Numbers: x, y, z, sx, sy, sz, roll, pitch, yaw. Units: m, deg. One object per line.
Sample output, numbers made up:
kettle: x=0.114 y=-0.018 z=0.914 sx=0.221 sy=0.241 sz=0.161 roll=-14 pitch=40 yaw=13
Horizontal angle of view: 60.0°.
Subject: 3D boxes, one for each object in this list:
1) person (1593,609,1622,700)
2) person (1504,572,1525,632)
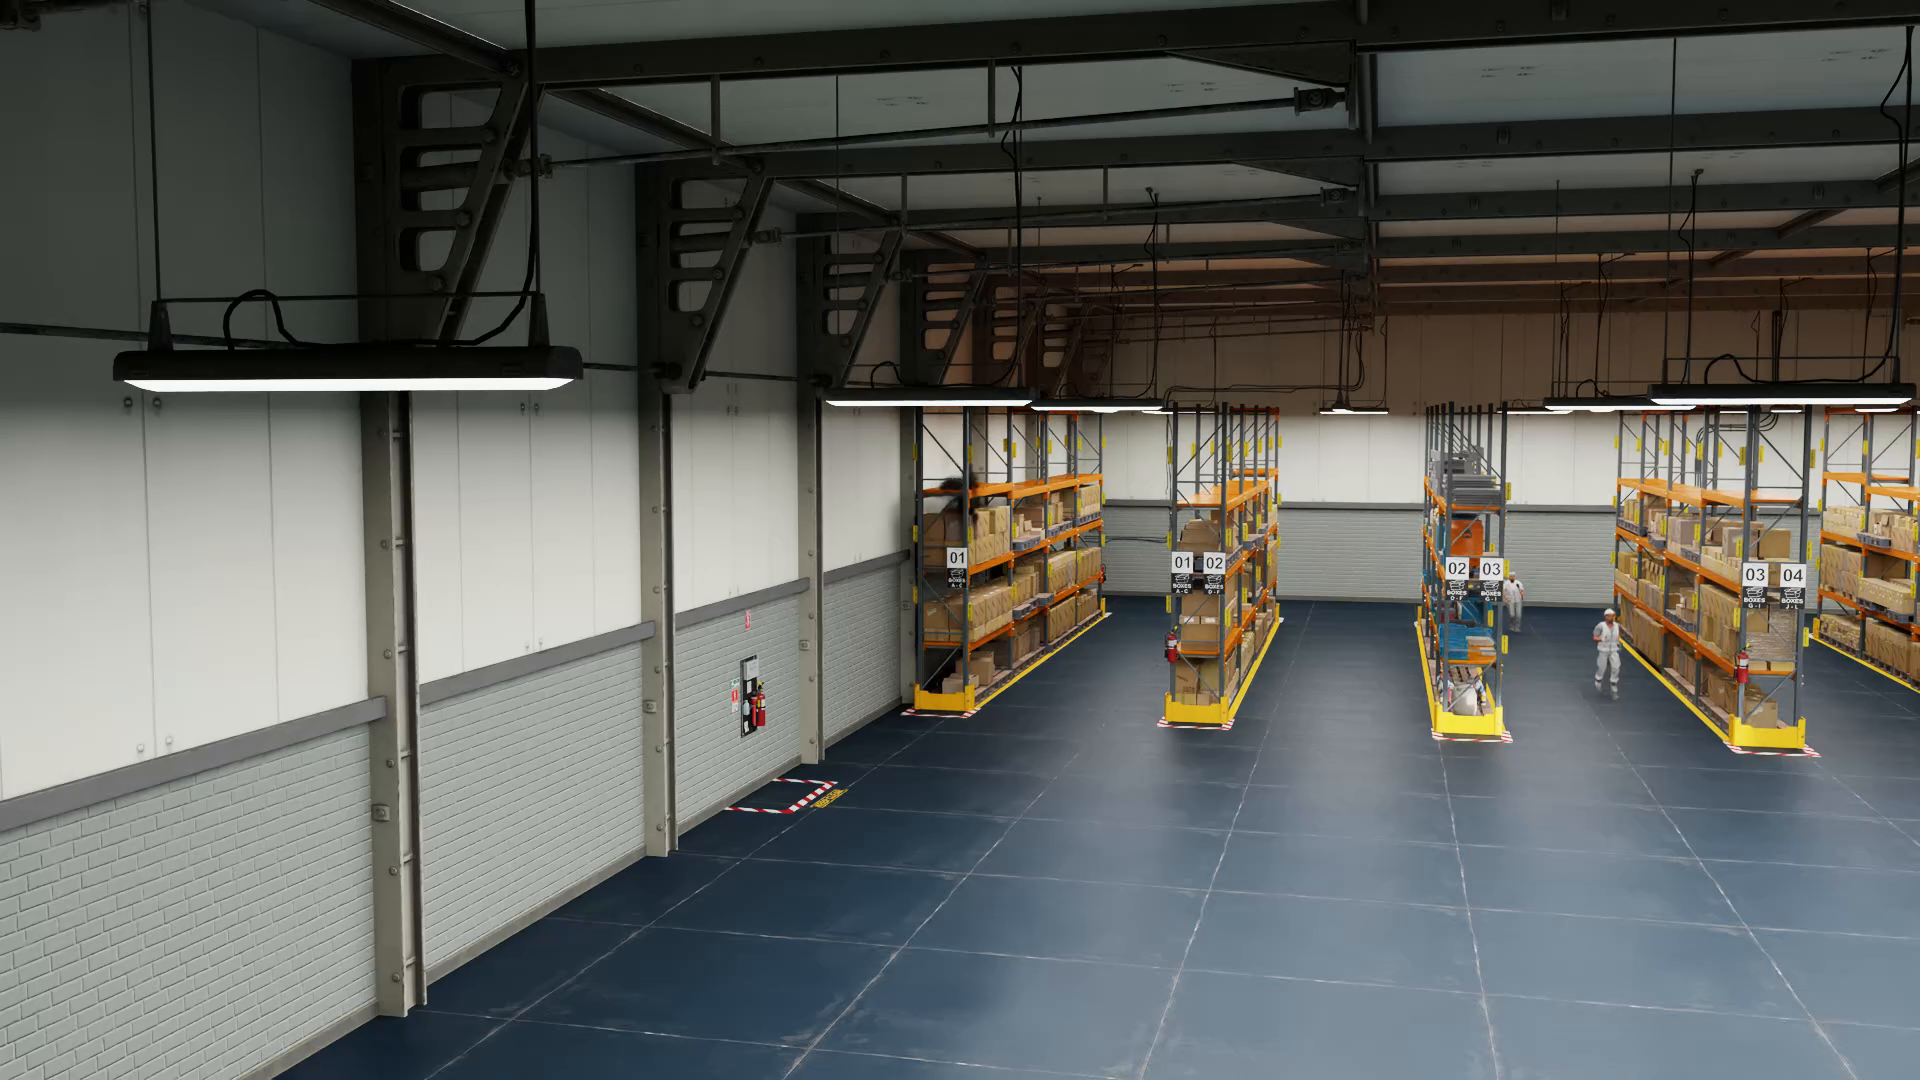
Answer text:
person: x=13.244 y=2.307 z=34.025 sx=0.597 sy=1.824 sz=0.864 roll=0 pitch=4 yaw=5
person: x=14.679 y=1.659 z=44.130 sx=0.619 sy=1.616 sz=0.592 roll=0 pitch=4 yaw=5
